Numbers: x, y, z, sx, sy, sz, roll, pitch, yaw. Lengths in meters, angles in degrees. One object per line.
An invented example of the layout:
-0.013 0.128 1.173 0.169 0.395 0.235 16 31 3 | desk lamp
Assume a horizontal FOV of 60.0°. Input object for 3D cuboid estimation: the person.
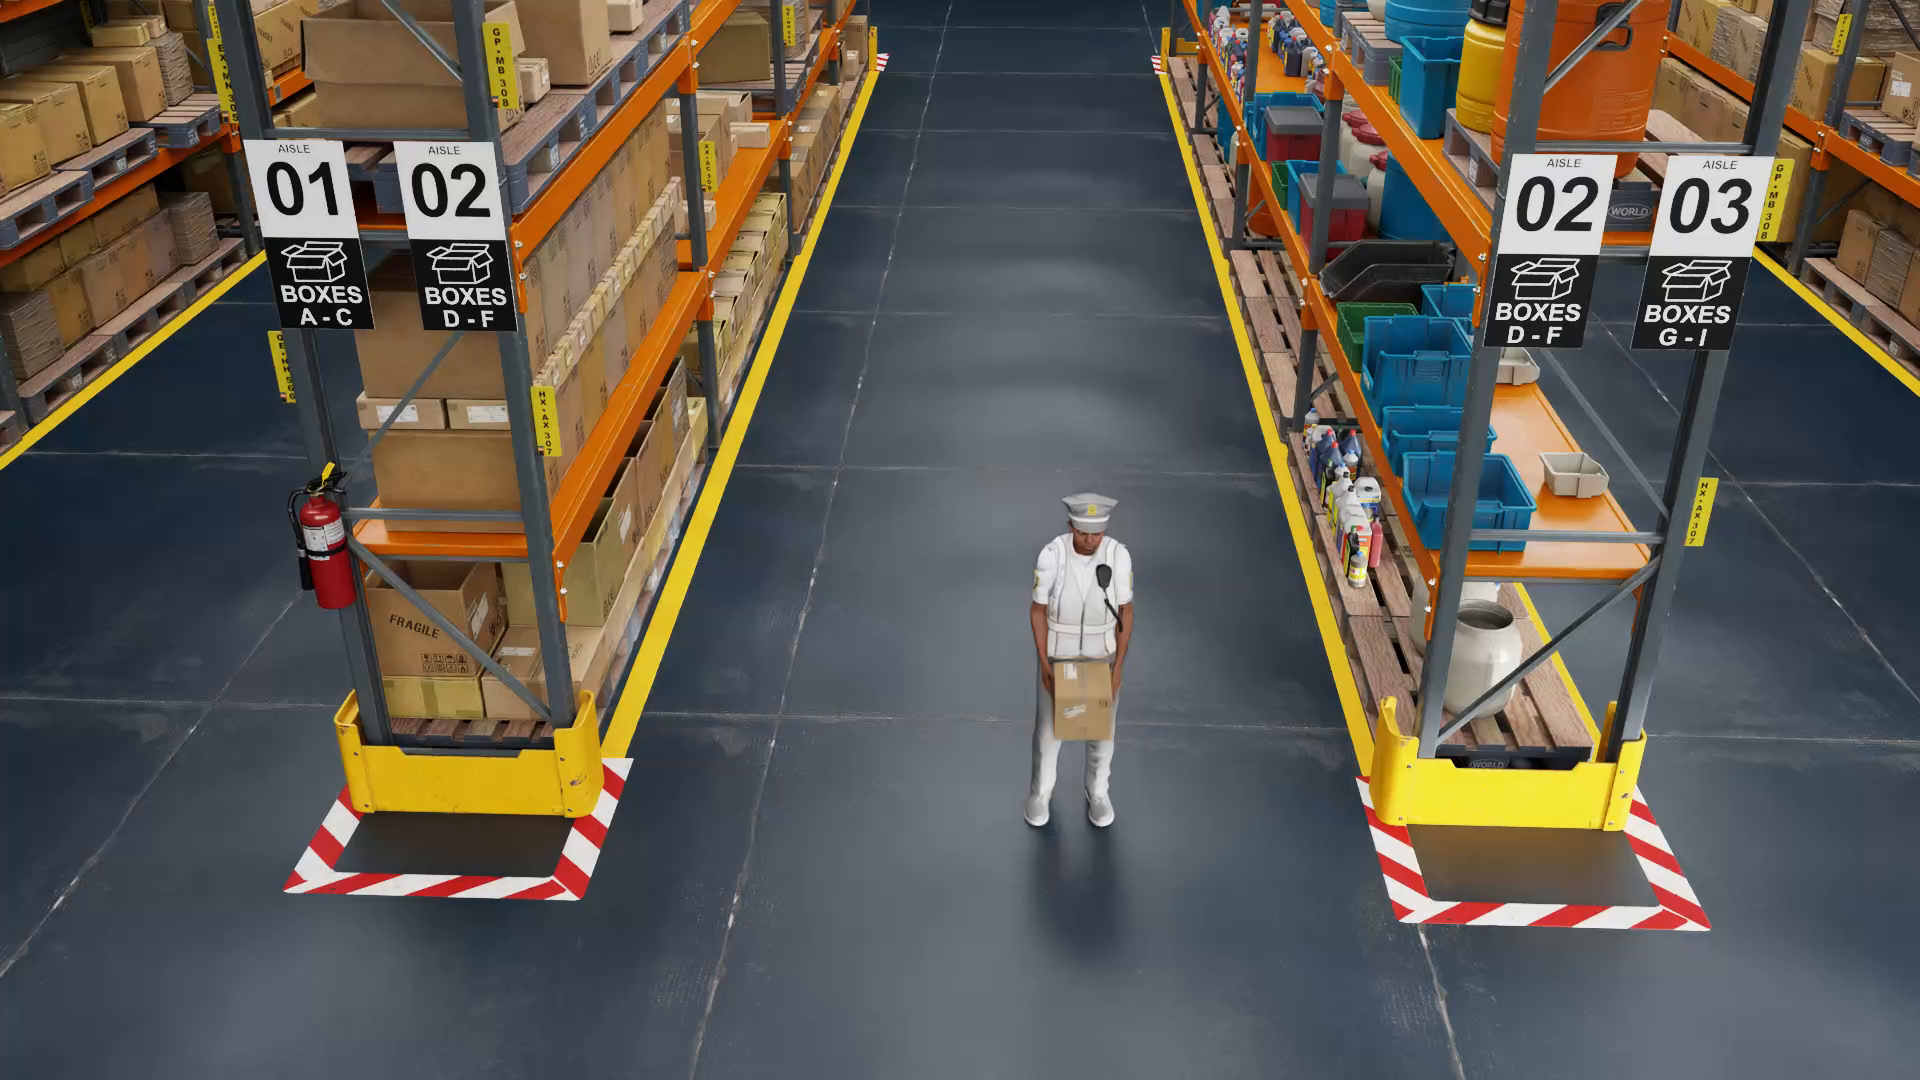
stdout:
0.547 0.542 7.585 0.481 1.682 0.415 1 28 1 | person
